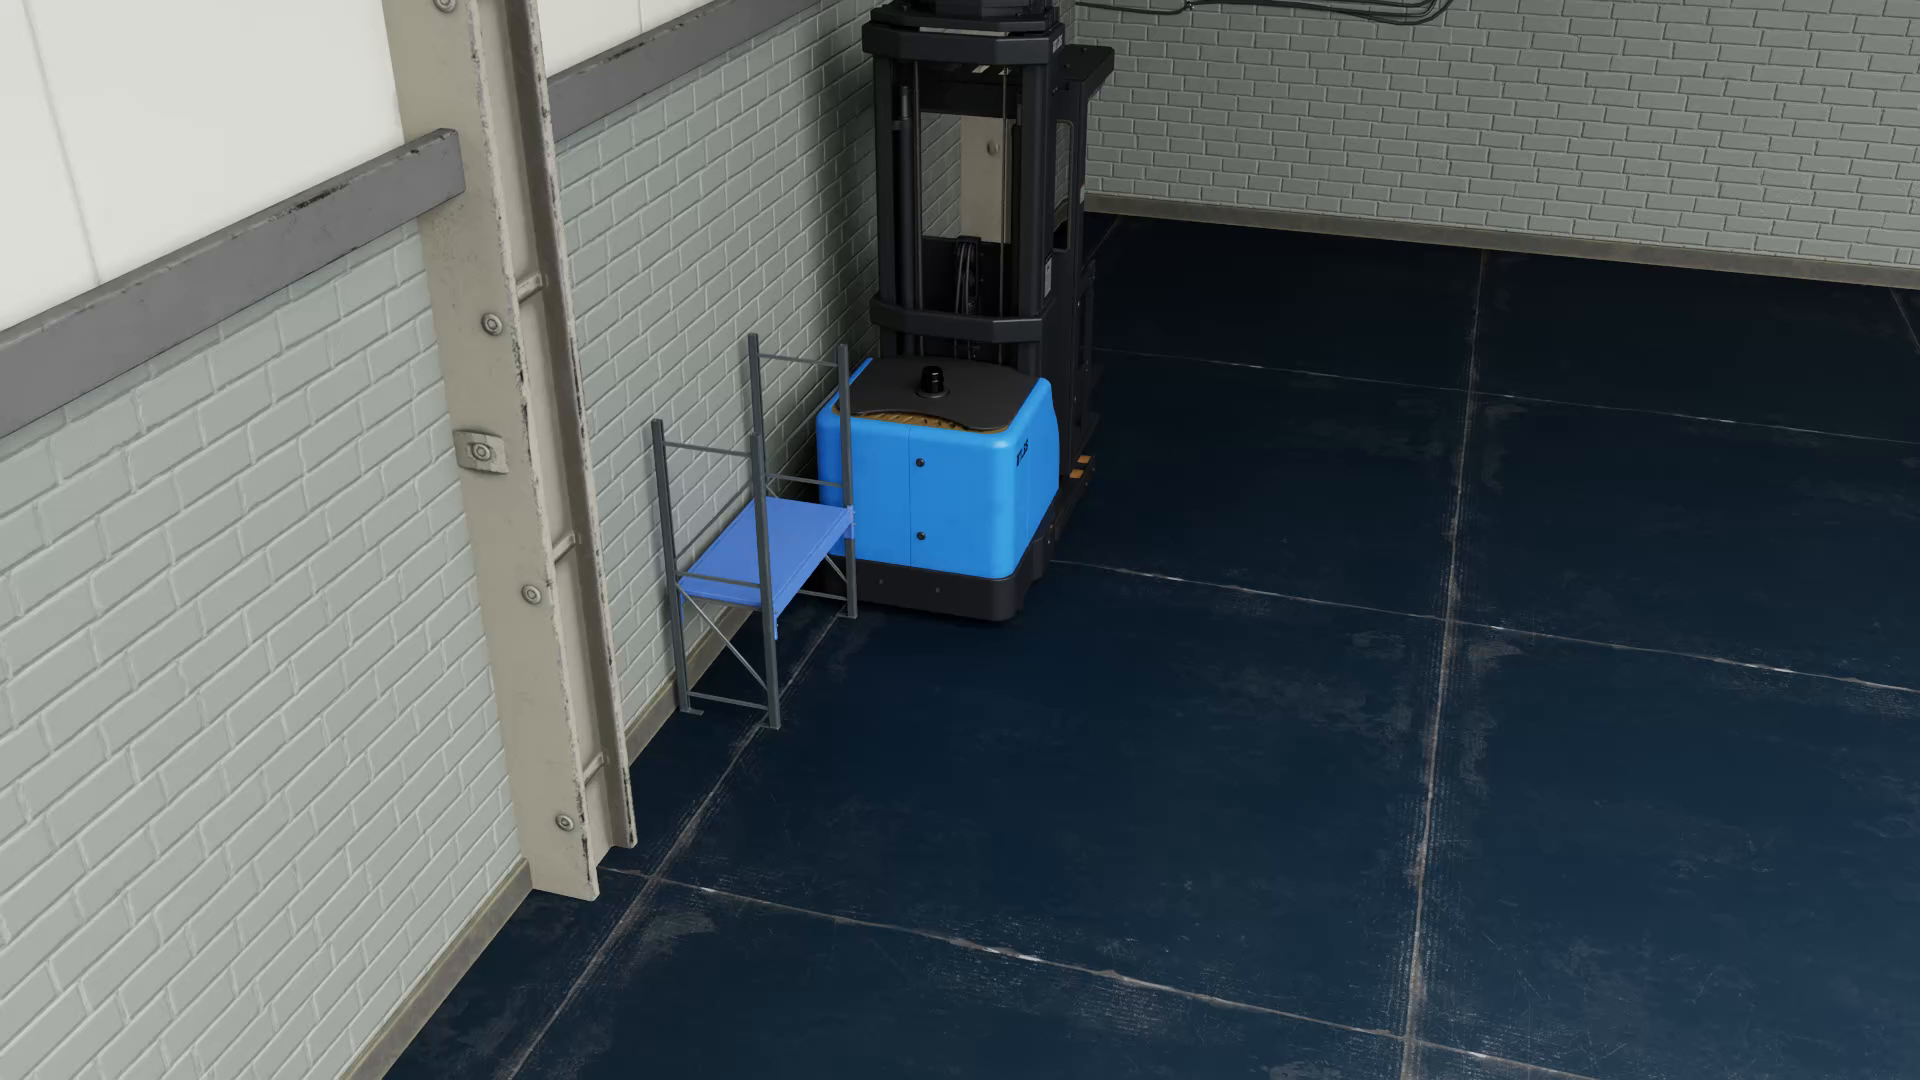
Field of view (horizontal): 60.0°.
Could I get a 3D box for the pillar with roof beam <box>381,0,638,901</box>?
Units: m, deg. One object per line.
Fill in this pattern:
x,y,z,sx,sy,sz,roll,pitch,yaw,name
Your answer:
2.560,-1.987,3.564,9.100,9.000,0.400,8,30,15,pillar with roof beam

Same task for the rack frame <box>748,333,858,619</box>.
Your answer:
-0.769,-0.292,8.233,0.500,1.500,0.032,9,30,15,rack frame

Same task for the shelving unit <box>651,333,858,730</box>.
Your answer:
-0.921,-0.056,7.809,0.538,1.500,1.048,9,30,15,shelving unit

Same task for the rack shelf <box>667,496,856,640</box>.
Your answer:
-0.921,0.101,7.896,0.538,0.185,1.000,9,30,15,rack shelf

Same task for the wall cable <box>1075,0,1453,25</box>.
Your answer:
2.334,-5.213,12.558,3.097,2.526,0.112,8,30,15,wall cable

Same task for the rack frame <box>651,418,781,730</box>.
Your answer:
-1.073,0.179,7.385,0.500,1.500,0.032,9,30,15,rack frame

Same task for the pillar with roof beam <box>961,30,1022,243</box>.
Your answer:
4.321,-4.775,8.577,9.100,9.000,0.400,8,30,15,pillar with roof beam

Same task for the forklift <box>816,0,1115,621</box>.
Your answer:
0.178,-1.575,9.065,1.130,2.935,3.031,8,30,14,forklift
